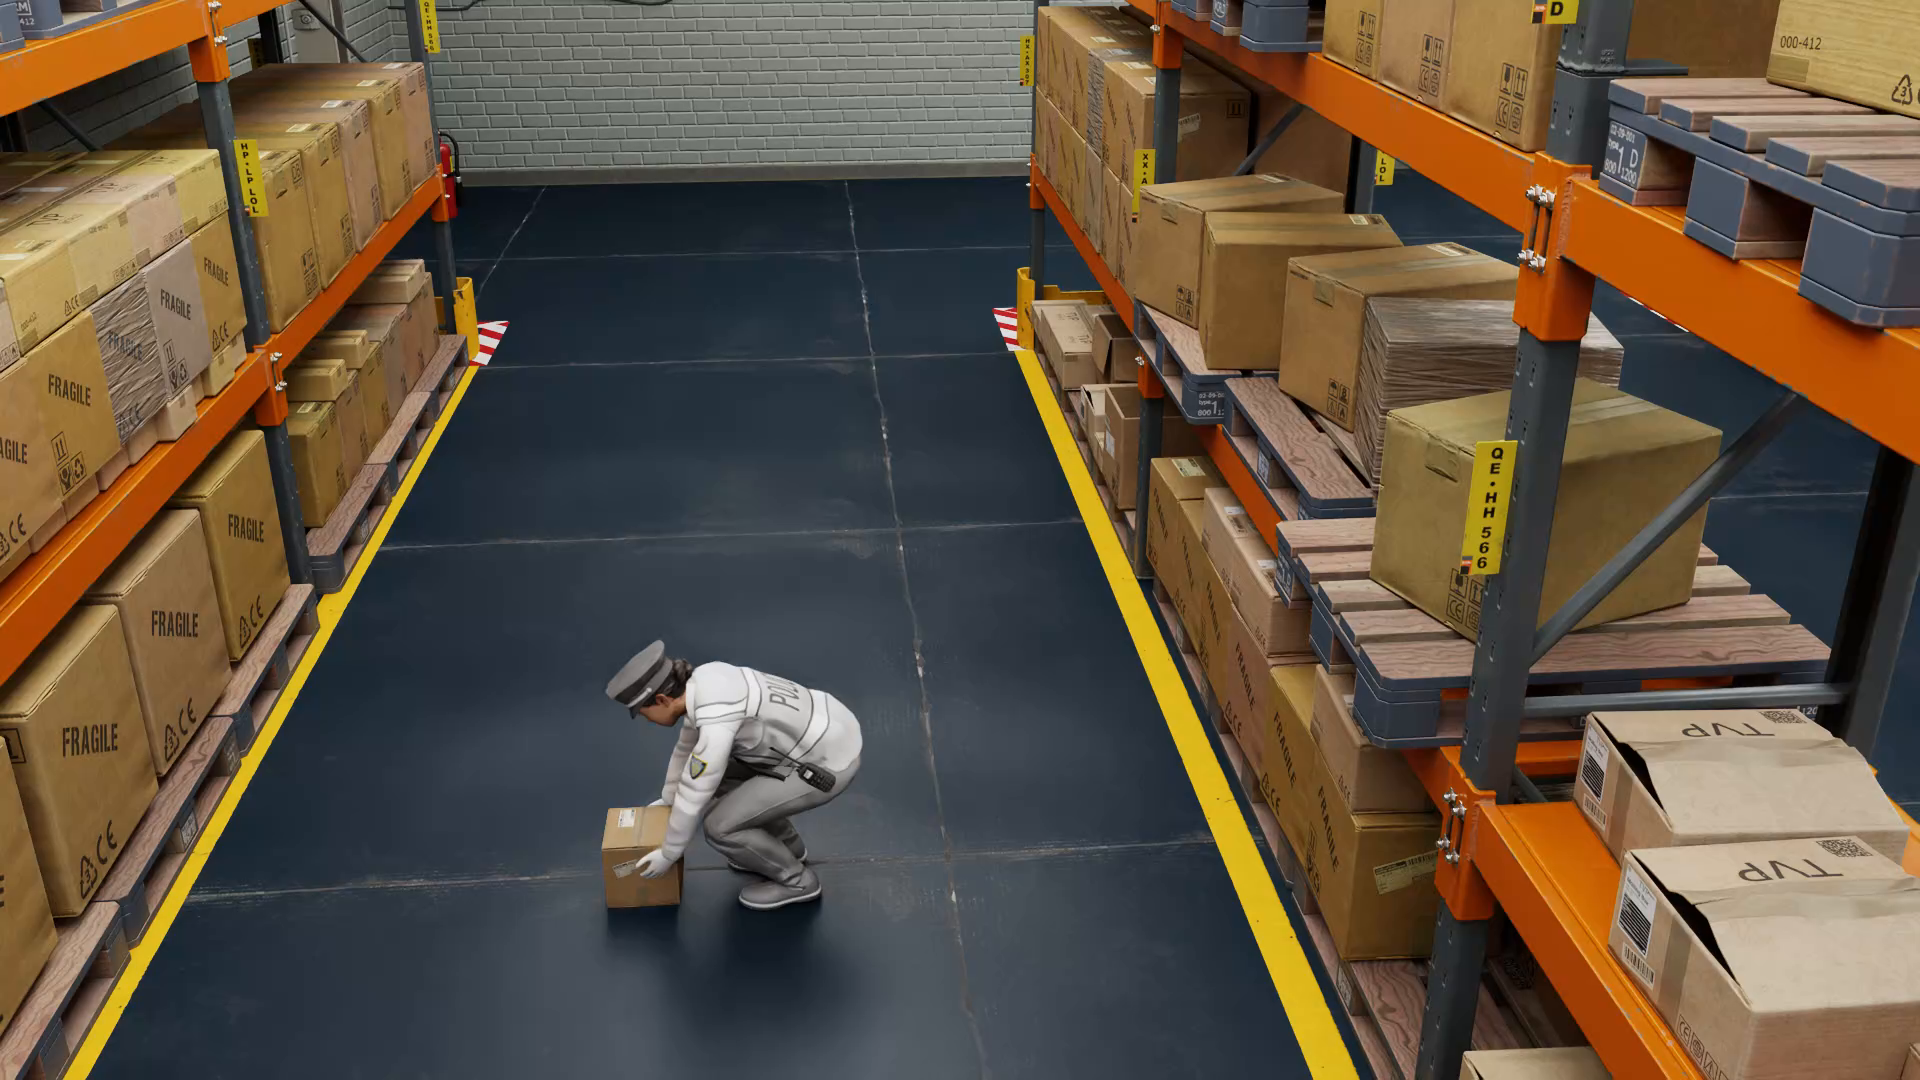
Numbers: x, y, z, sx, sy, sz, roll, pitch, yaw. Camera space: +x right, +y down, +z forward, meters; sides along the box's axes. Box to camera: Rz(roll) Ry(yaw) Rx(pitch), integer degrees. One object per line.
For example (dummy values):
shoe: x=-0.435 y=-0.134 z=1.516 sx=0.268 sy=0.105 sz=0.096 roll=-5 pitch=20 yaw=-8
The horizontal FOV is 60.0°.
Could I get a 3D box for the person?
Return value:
person: x=-0.755 y=0.780 z=5.685 sx=0.845 sy=0.984 sz=0.489 roll=-2 pitch=24 yaw=-5
